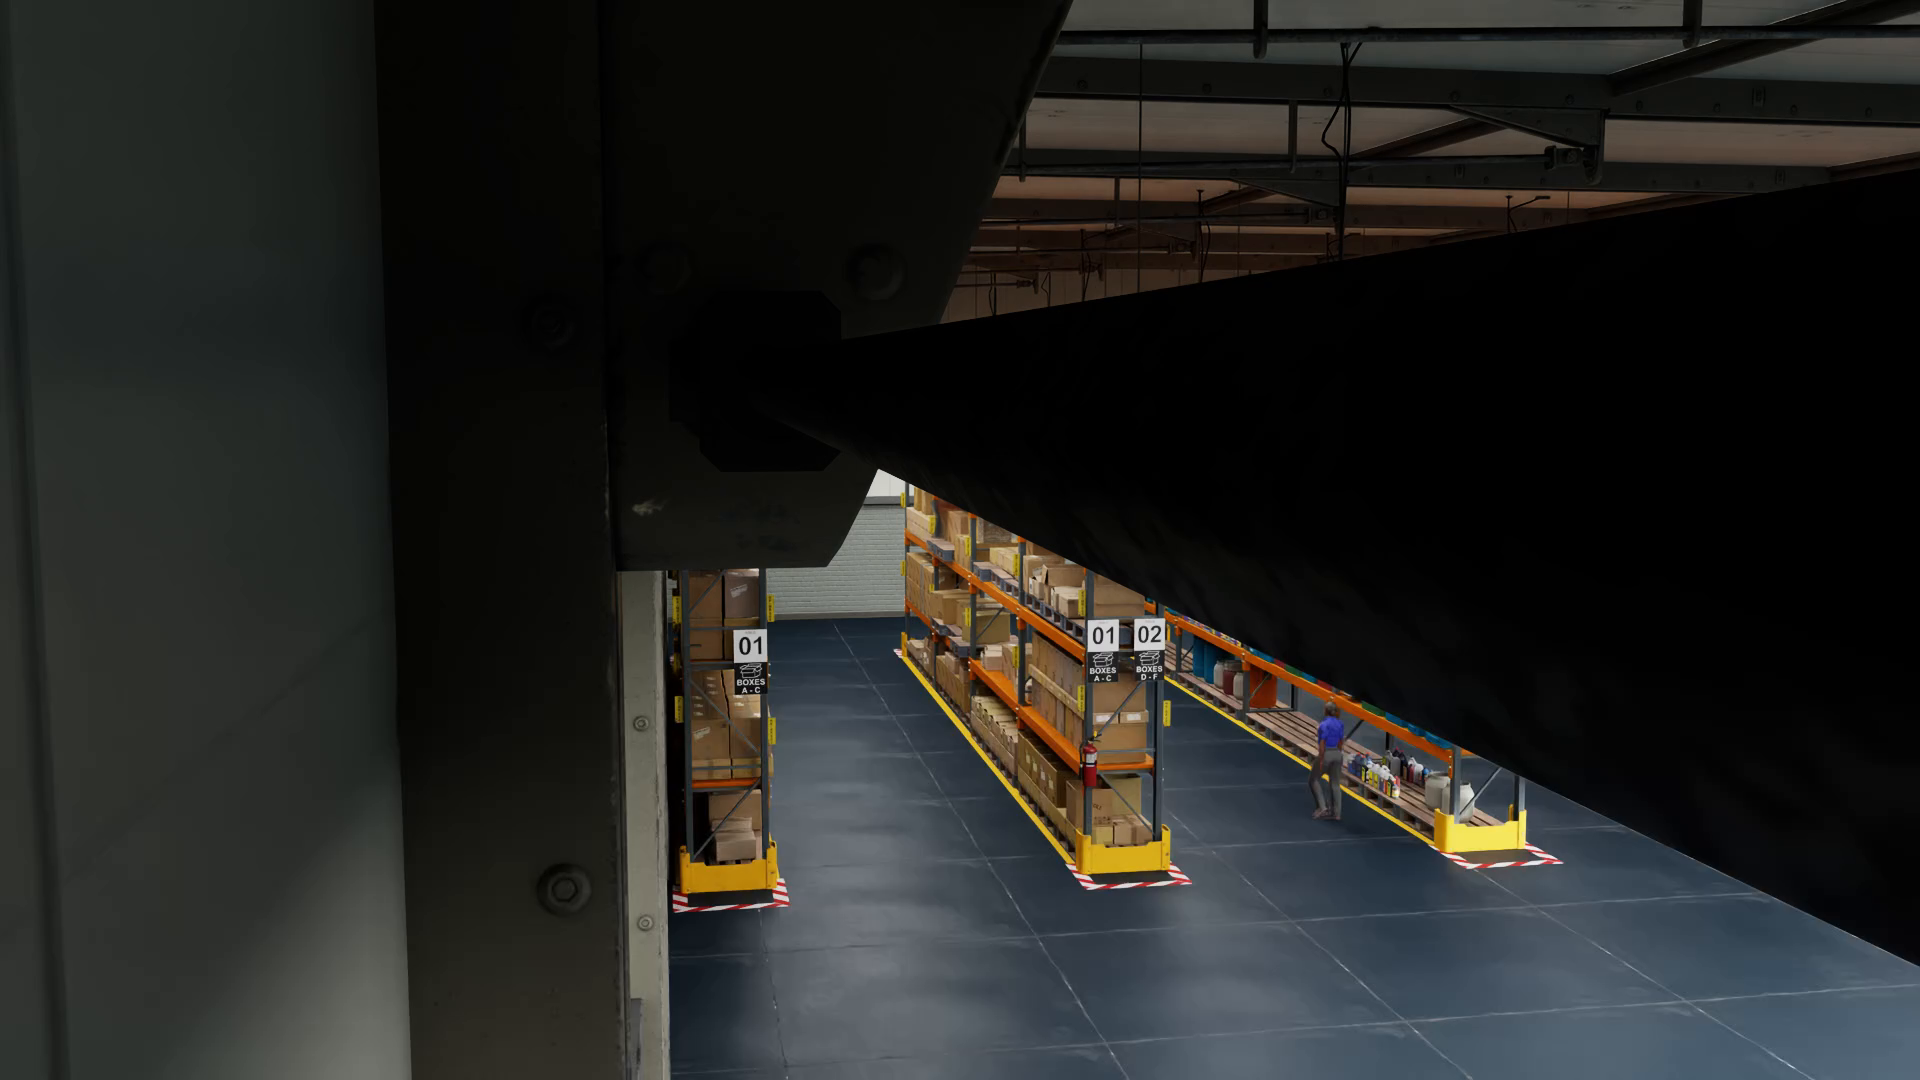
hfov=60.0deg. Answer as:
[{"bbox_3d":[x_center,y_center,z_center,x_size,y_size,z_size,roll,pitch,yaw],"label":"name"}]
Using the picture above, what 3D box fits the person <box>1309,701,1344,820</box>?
[{"bbox_3d":[5.163,3.092,23.308,0.511,1.671,0.471,-2,6,-21],"label":"person"}]
